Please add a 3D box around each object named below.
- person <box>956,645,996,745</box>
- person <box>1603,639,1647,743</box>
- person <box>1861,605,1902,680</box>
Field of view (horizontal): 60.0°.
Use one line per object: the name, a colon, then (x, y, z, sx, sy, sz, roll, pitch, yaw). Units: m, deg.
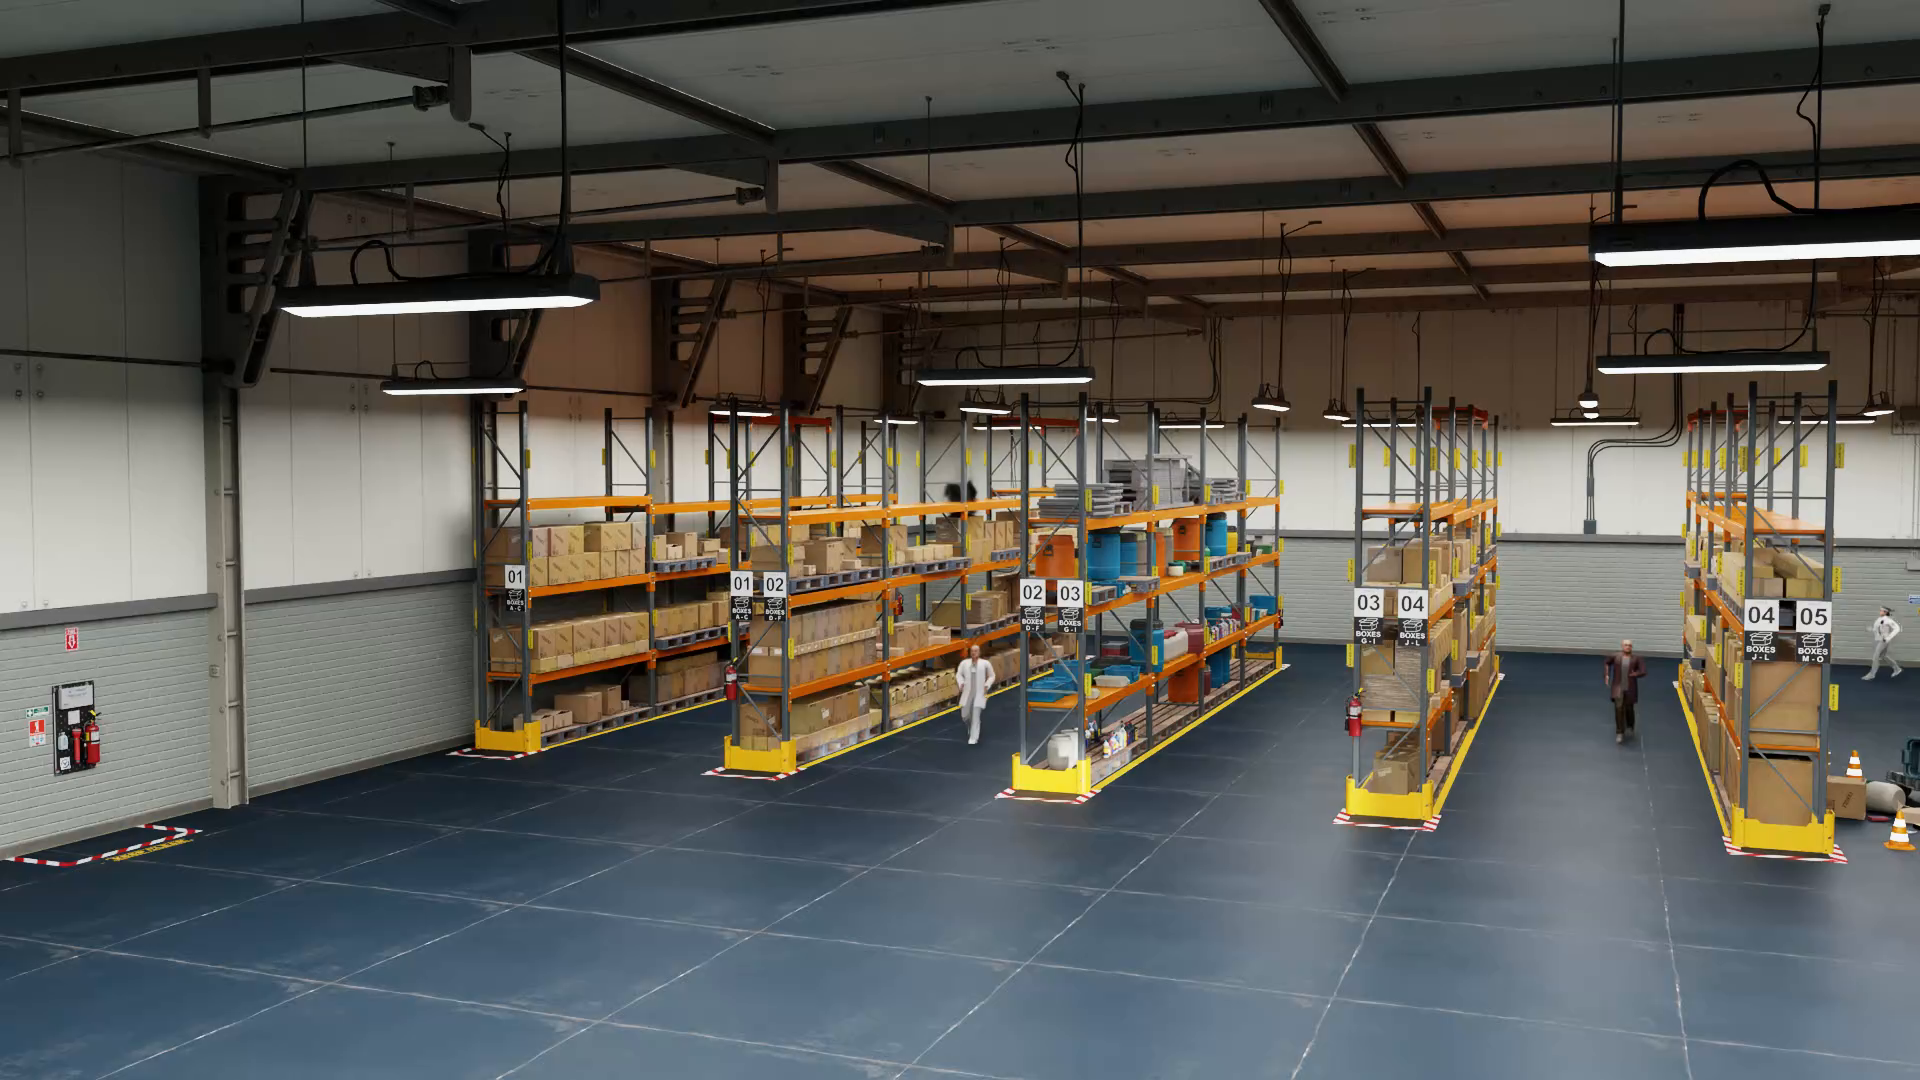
person: (0.267, 2.709, 29.245, 0.705, 1.734, 0.664, 1, 3, 12)
person: (11.801, 2.651, 29.524, 0.716, 1.782, 1.082, 1, 3, 20)
person: (20.842, 2.306, 37.545, 0.933, 1.688, 0.606, 0, 3, 5)
